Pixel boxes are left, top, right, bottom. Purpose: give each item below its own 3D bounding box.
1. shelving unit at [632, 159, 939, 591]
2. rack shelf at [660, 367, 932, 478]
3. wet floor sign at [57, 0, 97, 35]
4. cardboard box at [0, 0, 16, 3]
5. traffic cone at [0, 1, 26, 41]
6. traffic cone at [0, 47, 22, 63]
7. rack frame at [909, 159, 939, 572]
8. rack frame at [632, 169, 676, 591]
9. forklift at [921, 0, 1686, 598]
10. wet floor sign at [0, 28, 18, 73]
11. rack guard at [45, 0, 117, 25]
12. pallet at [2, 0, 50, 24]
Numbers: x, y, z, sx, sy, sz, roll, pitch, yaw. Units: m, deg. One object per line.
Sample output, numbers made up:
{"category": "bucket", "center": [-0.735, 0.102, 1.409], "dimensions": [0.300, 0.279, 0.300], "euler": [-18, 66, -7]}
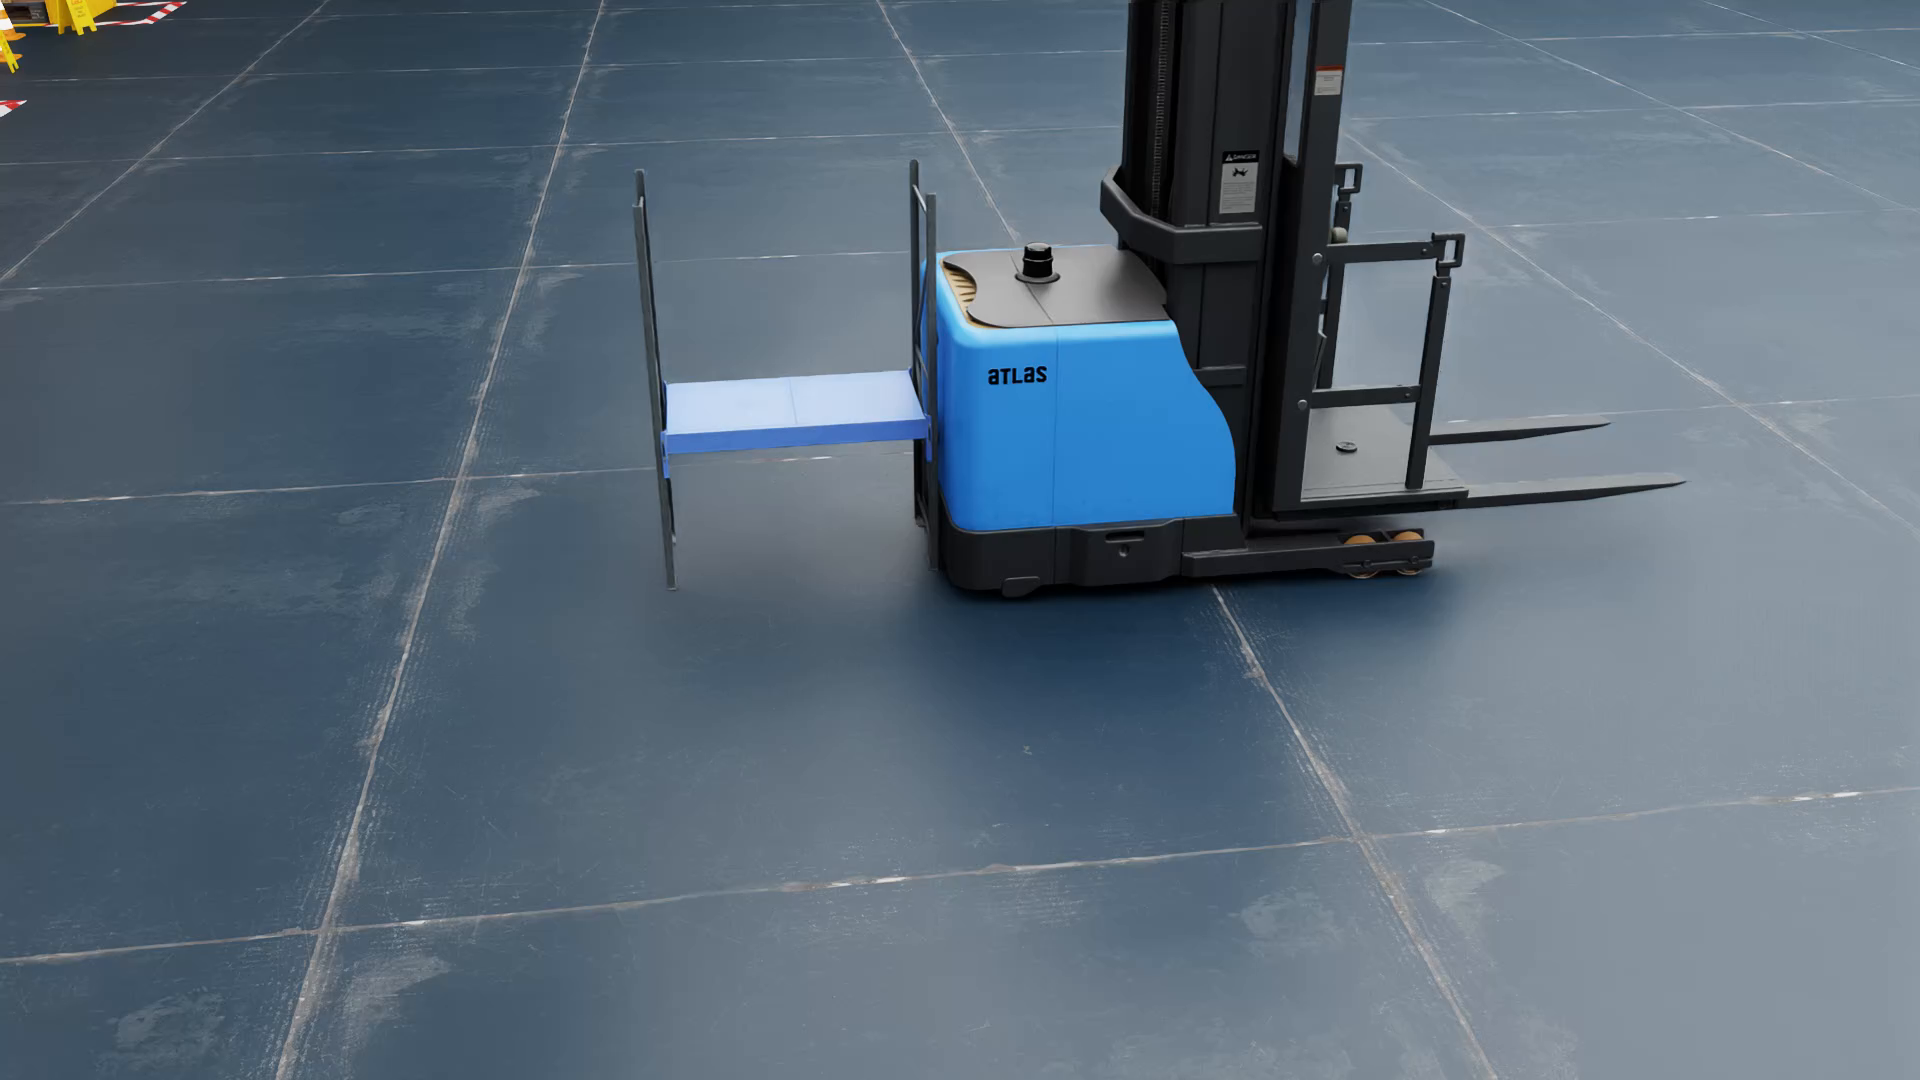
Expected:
{"category": "shelving unit", "center": [-0.640, -0.620, 6.316], "dimensions": [1.048, 1.500, 0.538], "euler": [-4, 27, -8]}
{"category": "rack shelf", "center": [-0.640, -0.460, 6.399], "dimensions": [1.000, 0.185, 0.538], "euler": [-4, 27, -8]}
{"category": "wet floor sign", "center": [-8.839, -5.374, 16.517], "dimensions": [0.232, 0.644, 0.267], "euler": [6, 28, 11]}
{"category": "cardboard box", "center": [-9.963, -5.682, 17.091], "dimensions": [0.500, 0.250, 0.500], "euler": [-4, 27, -7]}
{"category": "traffic cone", "center": [-9.422, -5.154, 16.288], "dimensions": [0.334, 0.463, 0.336], "euler": [-4, 27, -7]}
{"category": "traffic cone", "center": [-8.931, -4.674, 15.352], "dimensions": [0.334, 0.463, 0.336], "euler": [-4, 27, -7]}
{"category": "rack frame", "center": [-0.138, -0.656, 6.386], "dimensions": [0.032, 1.500, 0.500], "euler": [-4, 27, -8]}
{"category": "rack frame", "center": [-1.142, -0.585, 6.246], "dimensions": [0.032, 1.500, 0.500], "euler": [-4, 27, -8]}
{"category": "forklift", "center": [1.394, -1.387, 6.243], "dimensions": [3.031, 2.935, 1.130], "euler": [-4, 27, -8]}
{"category": "wet floor sign", "center": [-8.633, -4.512, 14.836], "dimensions": [0.232, 0.644, 0.267], "euler": [-8, 28, -16]}
{"category": "rack guard", "center": [-9.251, -5.776, 17.460], "dimensions": [0.348, 0.500, 1.175], "euler": [-4, 27, -7]}
{"category": "pallet", "center": [-10.061, -5.612, 17.457], "dimensions": [1.213, 0.211, 1.003], "euler": [-4, 27, -7]}
